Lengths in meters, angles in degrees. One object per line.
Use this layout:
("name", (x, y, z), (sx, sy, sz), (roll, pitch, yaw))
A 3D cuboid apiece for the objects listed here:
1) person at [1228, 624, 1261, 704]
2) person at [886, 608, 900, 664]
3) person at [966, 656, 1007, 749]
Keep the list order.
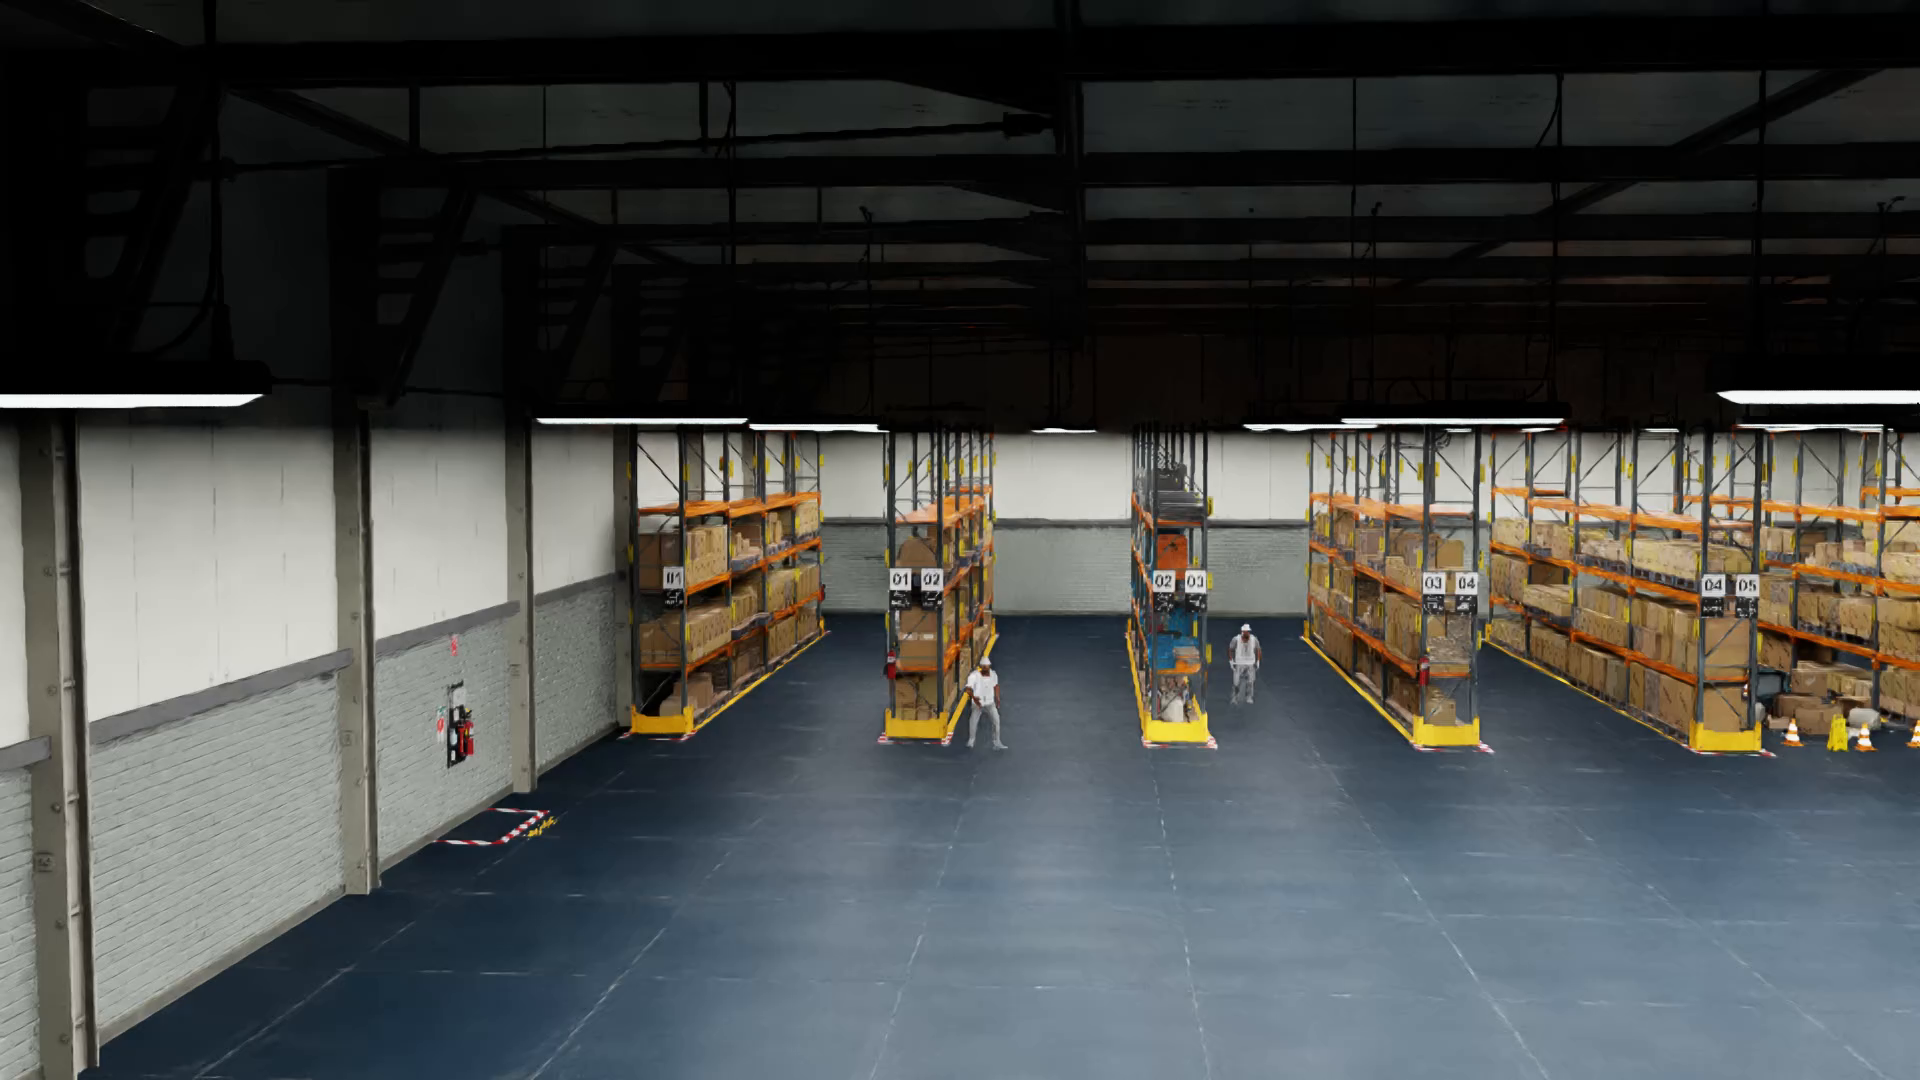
("person", (6.040, 2.629, 35.314), (0.702, 1.734, 0.549), (0, 4, 3))
("person", (-1.567, 2.255, 41.231), (0.541, 1.670, 1.114), (0, 4, 4))
("person", (0.425, 2.947, 30.272), (0.712, 1.697, 0.831), (-1, 4, -14))
